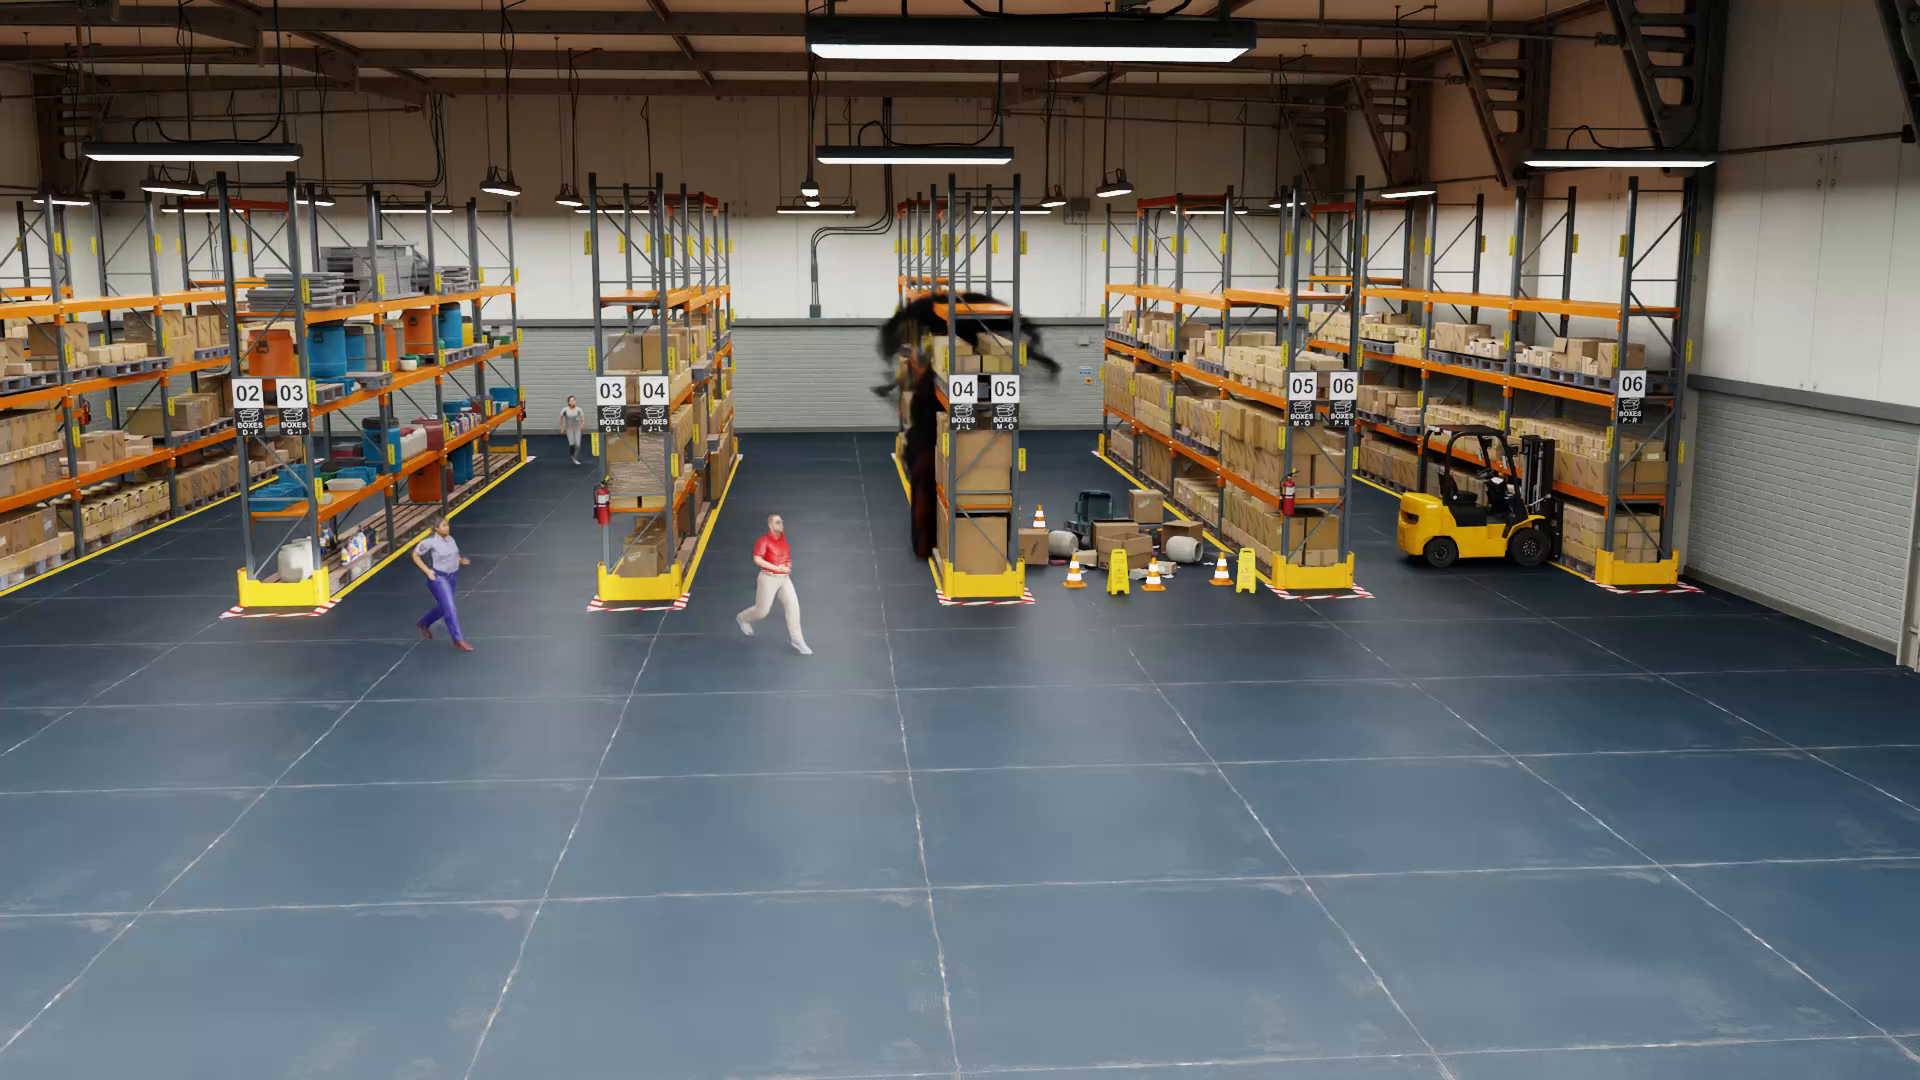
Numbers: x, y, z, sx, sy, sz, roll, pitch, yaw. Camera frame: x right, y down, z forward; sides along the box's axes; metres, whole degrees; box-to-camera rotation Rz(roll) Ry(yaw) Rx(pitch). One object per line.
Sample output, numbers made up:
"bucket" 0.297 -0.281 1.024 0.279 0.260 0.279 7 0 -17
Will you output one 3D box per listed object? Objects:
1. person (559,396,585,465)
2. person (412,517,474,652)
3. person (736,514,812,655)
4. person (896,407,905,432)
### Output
"person" -8.945 -2.529 38.435 0.570 1.612 0.623 -4 11 -22
"person" -6.504 0.537 20.914 0.906 1.668 0.605 4 11 19
"person" -2.360 0.540 20.794 1.141 1.745 0.624 8 13 39
"person" -1.234 -3.010 41.084 0.815 1.708 0.744 1 10 4
